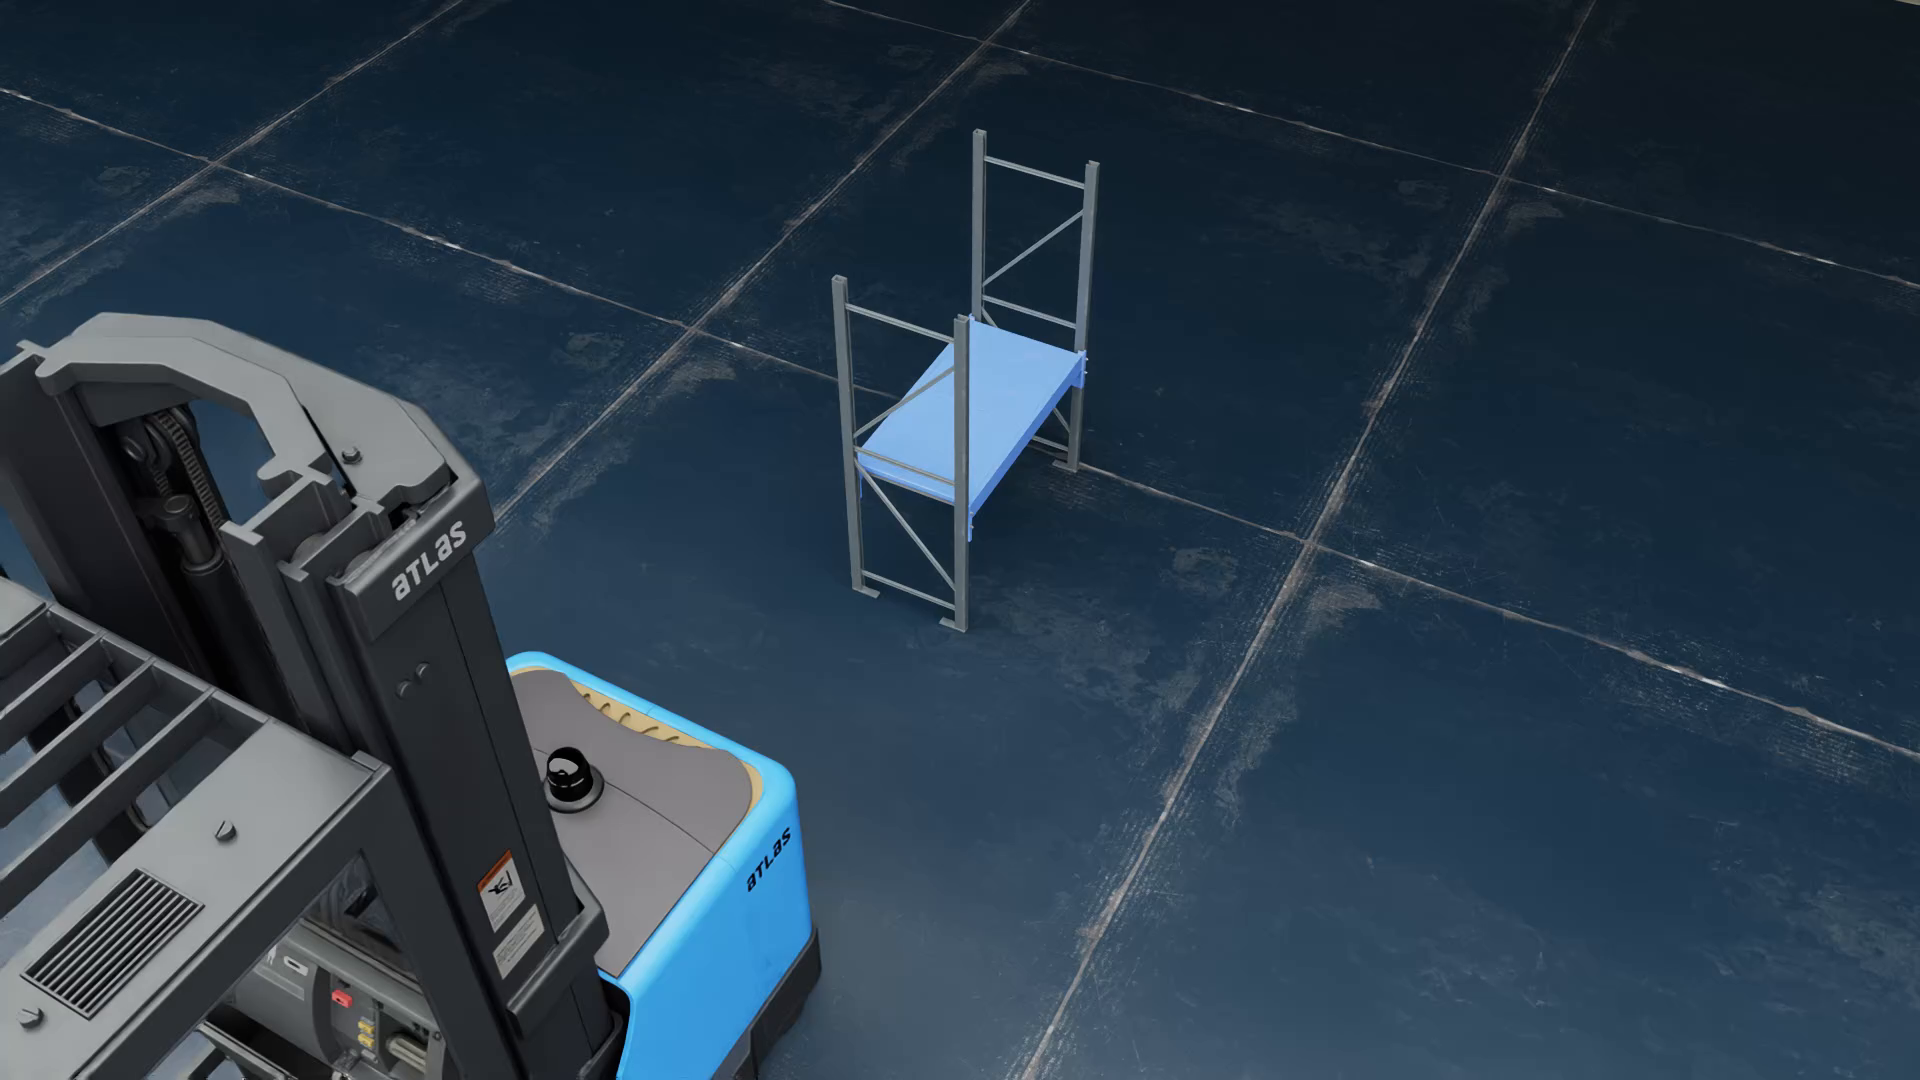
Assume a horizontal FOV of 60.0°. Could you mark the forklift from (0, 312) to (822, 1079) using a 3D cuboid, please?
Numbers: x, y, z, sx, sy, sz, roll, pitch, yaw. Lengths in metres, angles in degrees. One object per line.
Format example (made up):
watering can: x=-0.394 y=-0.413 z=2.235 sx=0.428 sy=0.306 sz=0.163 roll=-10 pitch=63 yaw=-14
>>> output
forklift: x=-1.600 y=1.114 z=3.588 sx=1.130 sy=2.935 sz=3.031 roll=22 pitch=49 yaw=20

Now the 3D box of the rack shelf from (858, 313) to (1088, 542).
rack shelf: x=0.040 y=-0.455 z=6.398 sx=0.538 sy=0.185 sz=1.000 roll=20 pitch=49 yaw=19

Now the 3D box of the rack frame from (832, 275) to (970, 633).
rack frame: x=-0.196 y=-0.261 z=5.953 sx=0.500 sy=1.500 sz=0.032 roll=20 pitch=49 yaw=19

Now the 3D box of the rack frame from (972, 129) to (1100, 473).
rack frame: x=0.276 y=-0.901 z=6.586 sx=0.500 sy=1.500 sz=0.032 roll=20 pitch=49 yaw=19

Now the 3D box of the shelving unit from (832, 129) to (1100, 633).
shelving unit: x=0.040 y=-0.581 z=6.270 sx=0.538 sy=1.500 sz=1.048 roll=20 pitch=49 yaw=19
